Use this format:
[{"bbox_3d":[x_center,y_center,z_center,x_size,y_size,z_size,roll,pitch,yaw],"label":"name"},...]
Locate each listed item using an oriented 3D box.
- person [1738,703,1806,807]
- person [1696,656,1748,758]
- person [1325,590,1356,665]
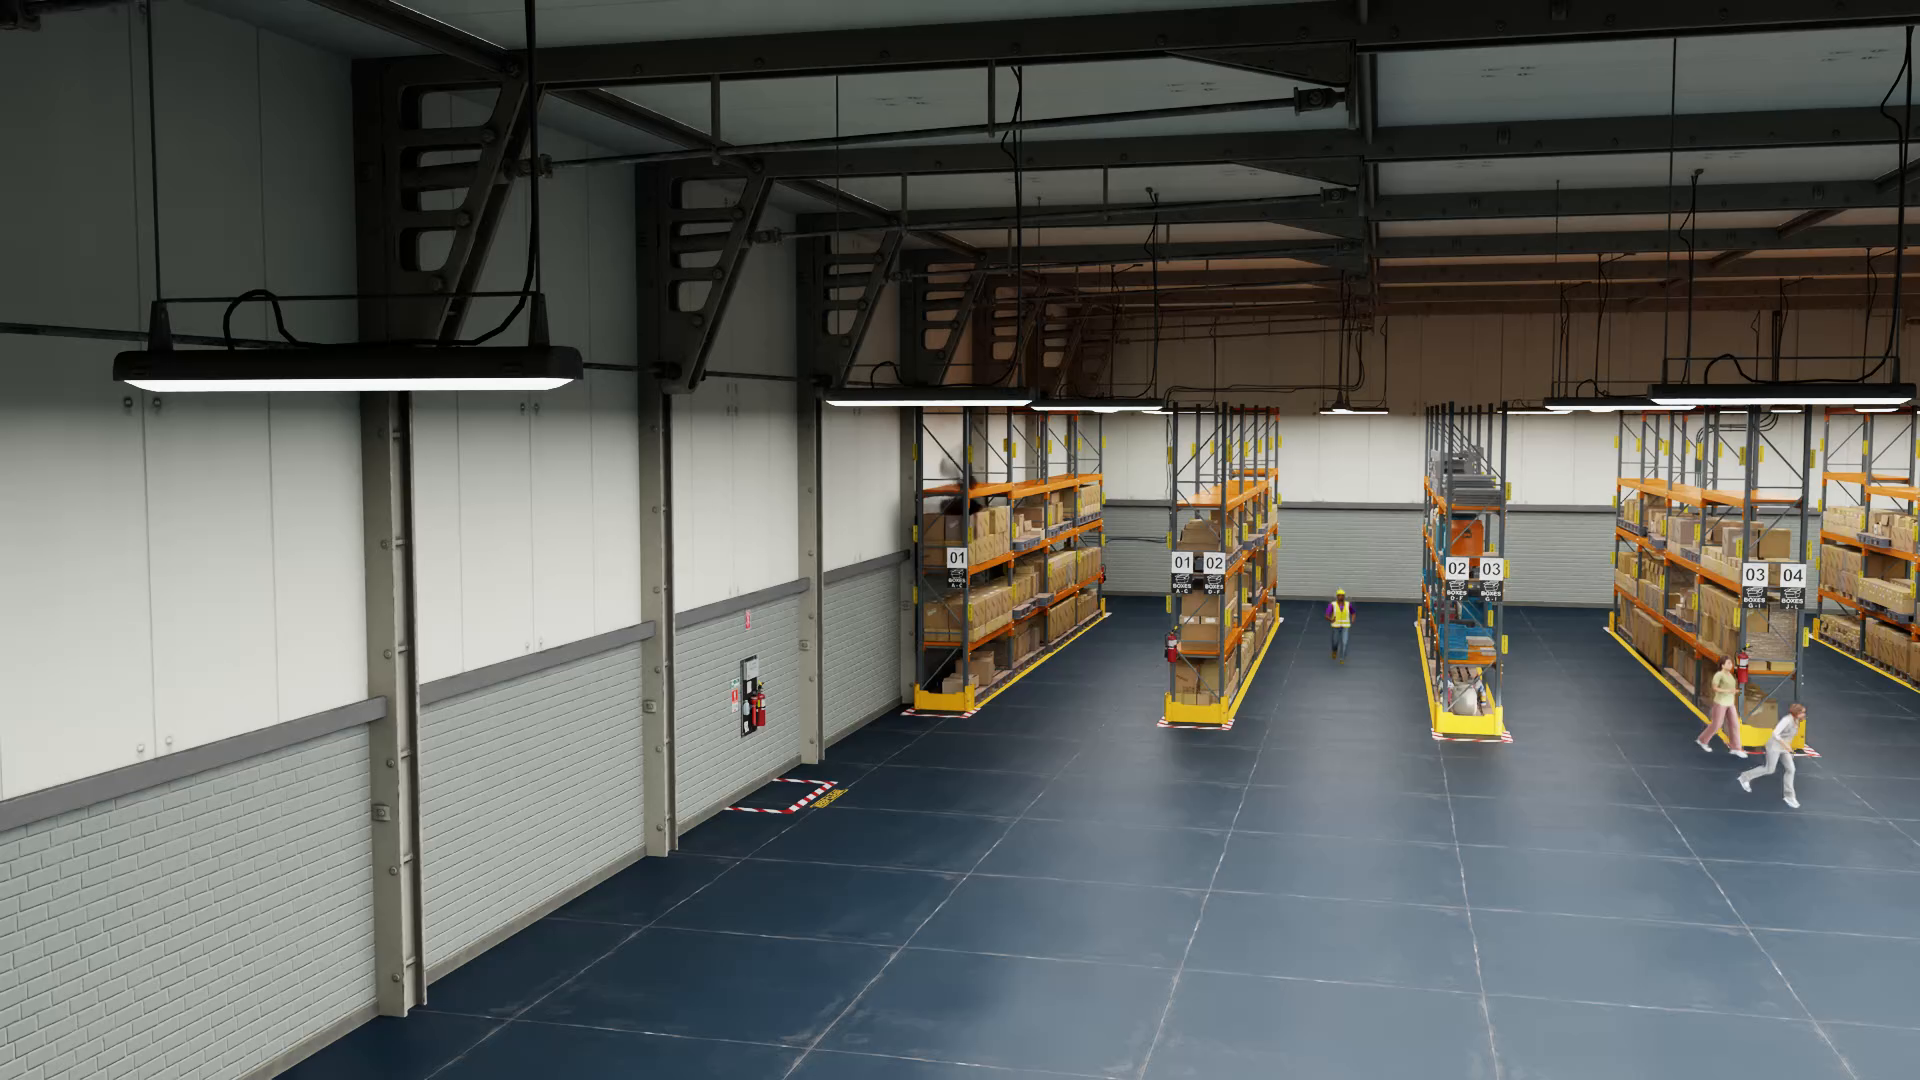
[{"bbox_3d":[12.086,3.170,24.762,0.911,1.509,0.569,4,6,43],"label":"person"},{"bbox_3d":[12.887,2.788,28.062,0.585,1.669,0.886,-2,5,-30],"label":"person"},{"bbox_3d":[8.818,2.017,38.516,0.714,1.733,0.791,0,4,6],"label":"person"}]
